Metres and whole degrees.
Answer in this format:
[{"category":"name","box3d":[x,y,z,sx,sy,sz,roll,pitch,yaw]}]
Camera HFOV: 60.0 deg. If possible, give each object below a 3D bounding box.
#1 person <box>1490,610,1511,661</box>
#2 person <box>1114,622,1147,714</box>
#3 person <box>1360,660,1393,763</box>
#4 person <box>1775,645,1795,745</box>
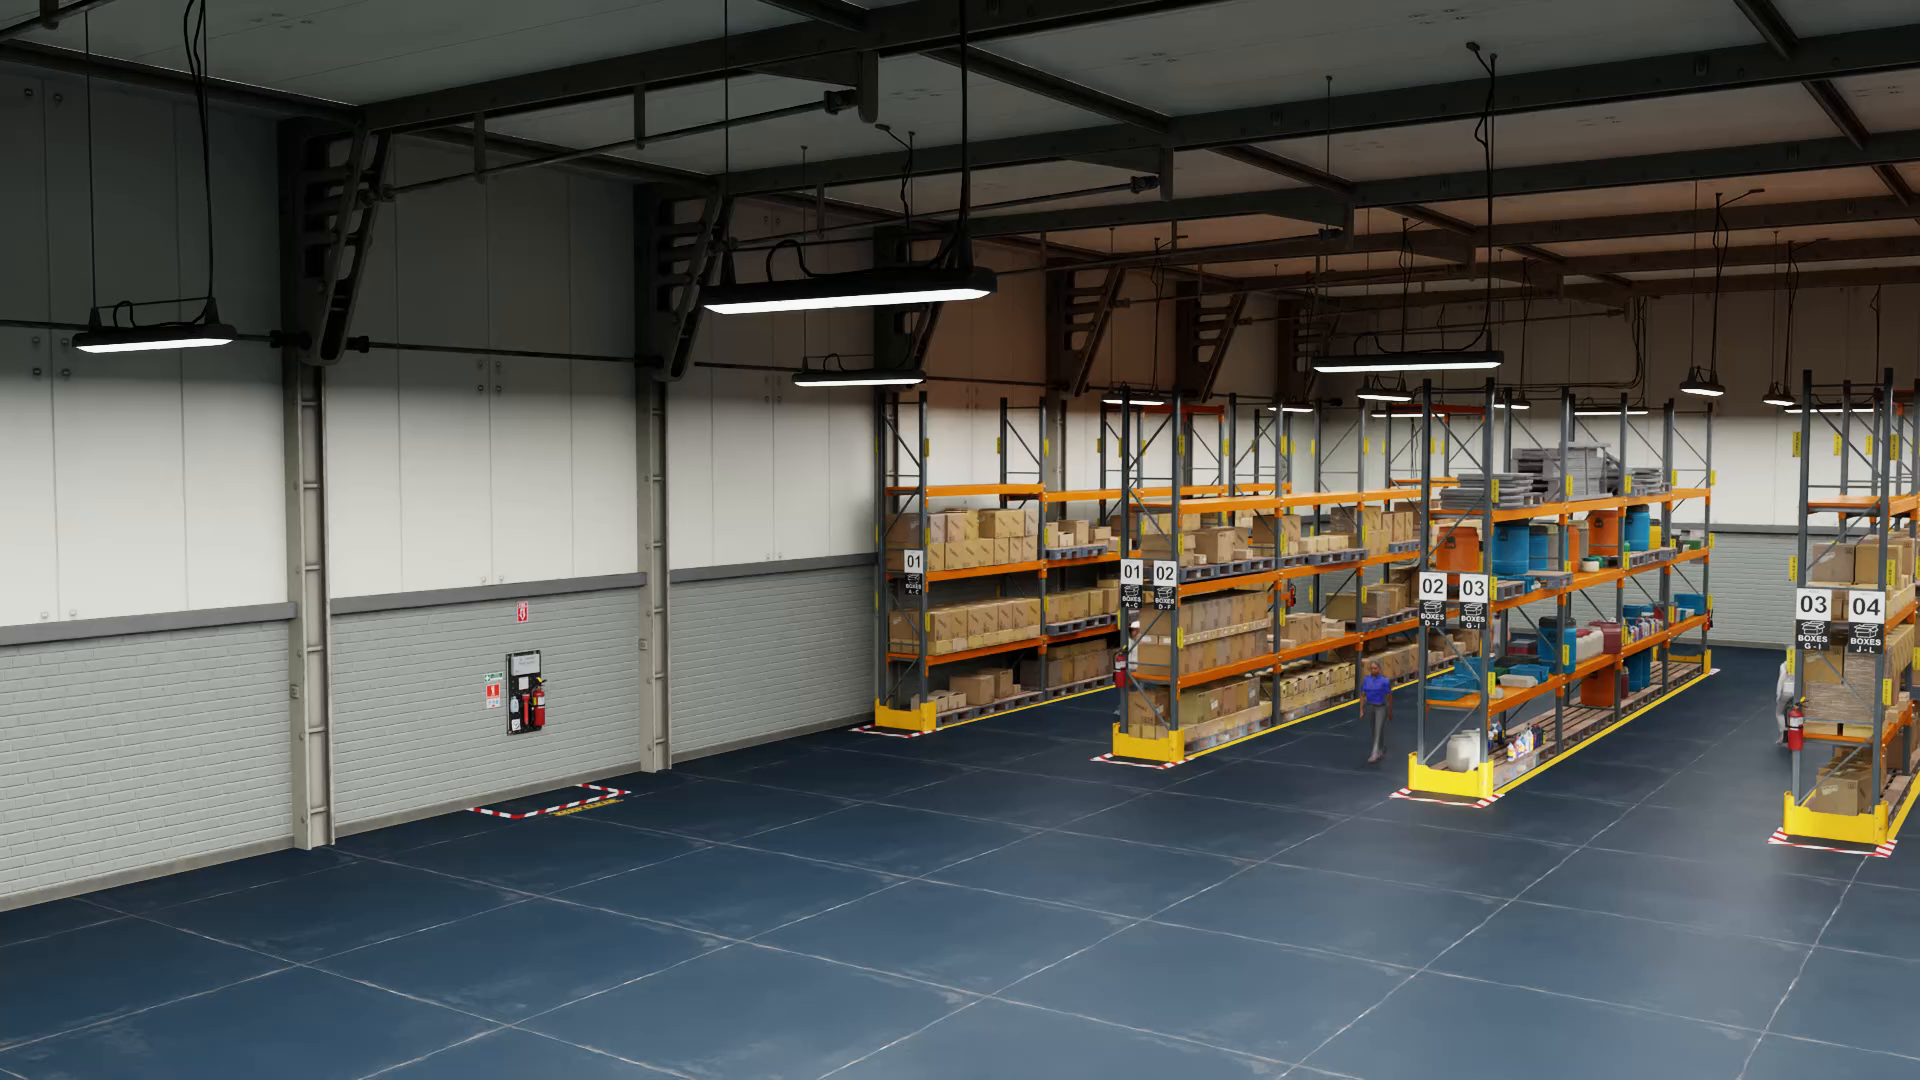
[{"category":"person","box3d":[11.413,2.215,35.155,0.611,1.668,0.491,-3,4,-43]},{"category":"person","box3d":[3.265,2.388,31.152,0.540,1.700,1.058,1,4,25]},{"category":"person","box3d":[6.572,2.716,26.389,0.464,1.594,0.993,3,4,40]},{"category":"person","box3d":[13.987,2.623,27.956,0.519,1.707,0.352,0,3,7]}]
